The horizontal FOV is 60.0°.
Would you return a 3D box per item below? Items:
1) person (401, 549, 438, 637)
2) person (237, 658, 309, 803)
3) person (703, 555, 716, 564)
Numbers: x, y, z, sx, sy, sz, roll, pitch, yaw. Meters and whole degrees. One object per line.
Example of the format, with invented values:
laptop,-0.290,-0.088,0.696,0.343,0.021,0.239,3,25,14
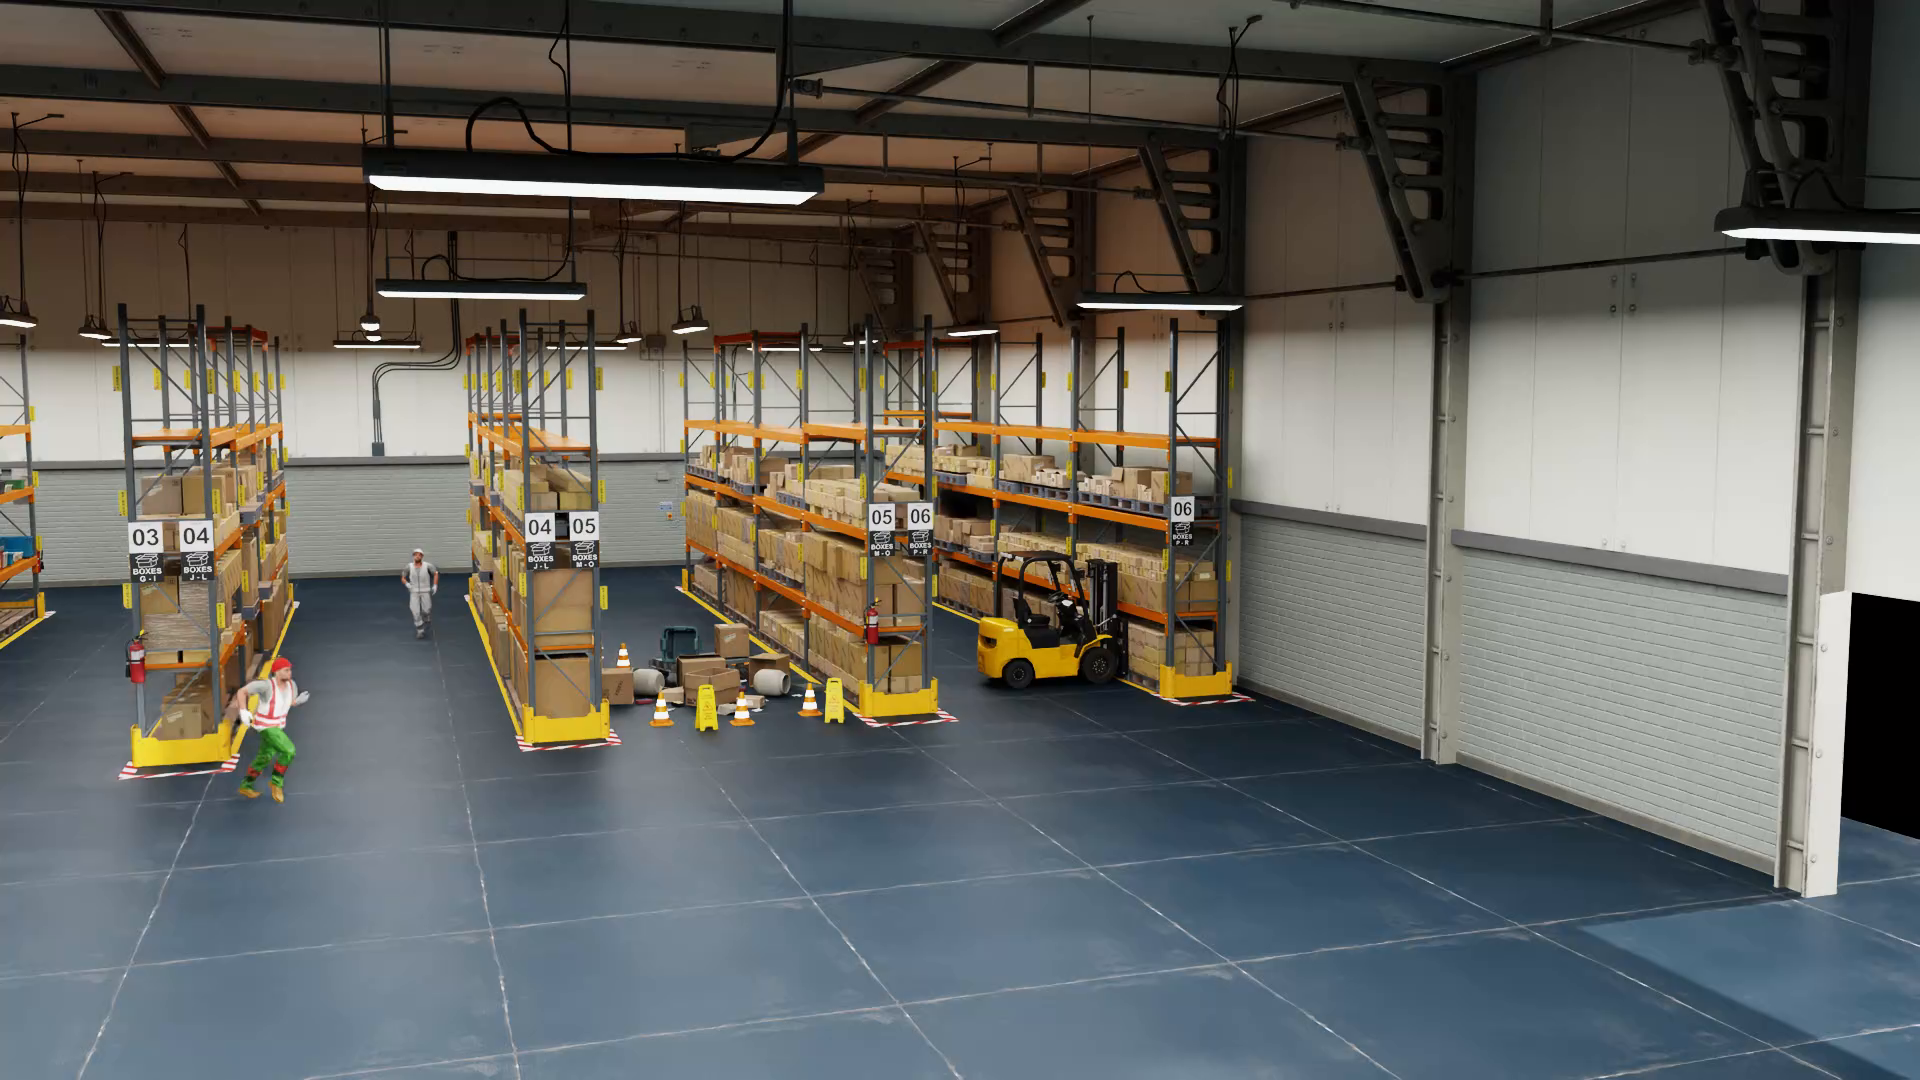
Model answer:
person,-10.605,1.039,32.643,0.700,1.742,0.609,-1,6,-14
person,-8.199,2.252,19.778,0.928,1.731,0.644,1,6,10
person,-6.221,0.258,41.526,0.806,1.601,0.642,3,6,25
